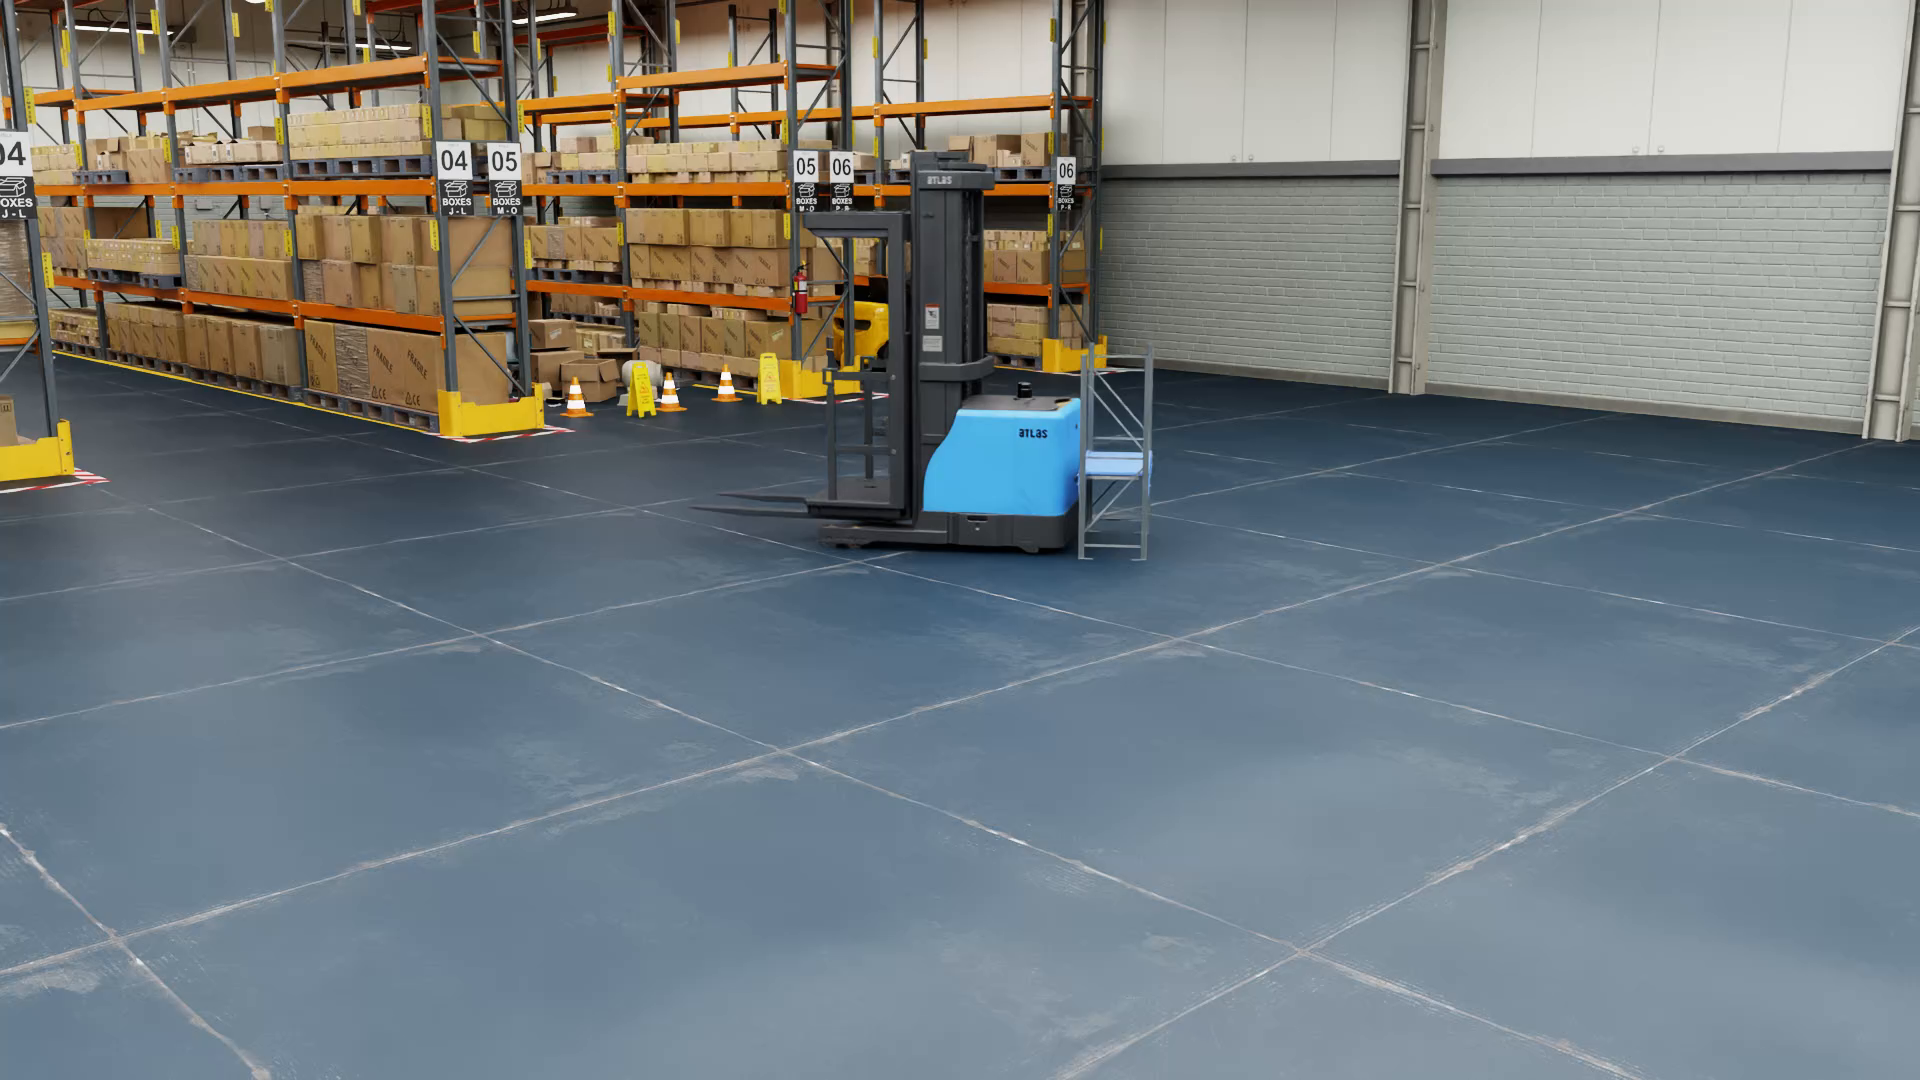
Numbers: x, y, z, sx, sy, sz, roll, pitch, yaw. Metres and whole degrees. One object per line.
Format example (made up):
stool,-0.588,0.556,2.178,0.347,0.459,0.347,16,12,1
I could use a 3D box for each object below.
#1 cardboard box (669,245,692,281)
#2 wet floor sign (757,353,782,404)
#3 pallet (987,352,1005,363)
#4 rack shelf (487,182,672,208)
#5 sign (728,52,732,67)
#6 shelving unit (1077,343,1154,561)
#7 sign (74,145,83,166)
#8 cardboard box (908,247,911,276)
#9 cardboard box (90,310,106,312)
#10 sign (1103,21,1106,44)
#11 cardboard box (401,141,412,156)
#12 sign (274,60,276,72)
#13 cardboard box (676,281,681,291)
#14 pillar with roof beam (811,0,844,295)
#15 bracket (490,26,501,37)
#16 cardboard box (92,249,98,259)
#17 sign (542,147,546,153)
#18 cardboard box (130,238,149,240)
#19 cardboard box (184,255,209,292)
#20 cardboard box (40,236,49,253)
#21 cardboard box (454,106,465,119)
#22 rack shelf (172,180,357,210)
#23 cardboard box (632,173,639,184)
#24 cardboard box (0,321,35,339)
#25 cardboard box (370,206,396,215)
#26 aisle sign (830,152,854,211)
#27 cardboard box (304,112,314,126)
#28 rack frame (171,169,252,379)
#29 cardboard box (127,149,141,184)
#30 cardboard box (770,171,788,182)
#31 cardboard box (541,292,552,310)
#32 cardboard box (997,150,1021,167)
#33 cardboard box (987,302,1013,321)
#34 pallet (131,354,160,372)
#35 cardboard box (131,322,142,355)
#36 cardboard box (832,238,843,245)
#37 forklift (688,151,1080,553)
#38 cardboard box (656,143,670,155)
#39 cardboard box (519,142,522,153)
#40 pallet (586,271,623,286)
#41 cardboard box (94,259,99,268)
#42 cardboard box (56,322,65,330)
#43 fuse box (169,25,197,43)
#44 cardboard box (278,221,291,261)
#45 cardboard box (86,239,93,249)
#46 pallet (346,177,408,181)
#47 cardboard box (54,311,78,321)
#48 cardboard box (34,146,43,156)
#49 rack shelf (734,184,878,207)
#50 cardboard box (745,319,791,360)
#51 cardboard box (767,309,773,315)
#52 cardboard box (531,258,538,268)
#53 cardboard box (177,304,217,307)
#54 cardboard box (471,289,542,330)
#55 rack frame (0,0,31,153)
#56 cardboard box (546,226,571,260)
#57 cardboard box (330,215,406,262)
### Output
cardboard box,-3.788,-3.952,23.675,0.500,0.500,0.500,-11,16,-43
wet floor sign,-2.471,-2.092,21.466,0.267,0.644,0.232,-5,13,-23
pallet,0.362,-3.032,27.105,1.003,0.211,1.213,-11,16,-43
rack shelf,-5.972,-5.414,26.107,1.077,0.370,4.000,-11,16,-43
sign,-4.151,-8.639,30.032,0.100,0.325,0.005,-11,16,-43
shelving unit,1.184,-0.690,12.546,0.538,1.500,1.048,2,12,7
sign,-14.013,-6.114,26.440,0.100,0.325,0.005,-11,16,-43
cardboard box,-0.514,-4.572,27.421,0.500,0.500,0.500,-11,16,-42
cardboard box,-15.078,-3.968,29.289,0.380,0.149,0.250,-10,15,-40
sign,2.165,-7.664,25.102,0.100,0.325,0.005,-11,16,-43
cardboard box,-5.987,-4.356,18.522,0.380,0.149,0.250,-11,16,-42
sign,-13.283,-9.154,32.334,0.100,0.325,0.005,-11,16,-43
cardboard box,-3.835,-3.652,23.827,0.380,0.149,0.250,-11,16,-43
pillar with roof beam,-5.327,-7.555,27.282,9.100,9.000,0.548,-11,16,-43
bracket,-10.471,-11.559,37.797,0.235,0.232,0.430,-11,16,-43
cardboard box,-13.506,-4.538,26.348,0.380,0.149,0.250,-11,16,-44
sign,-6.959,-6.387,27.764,0.100,0.325,0.005,-11,16,-43
cardboard box,-13.207,-4.811,26.938,0.380,0.149,0.250,-10,15,-40
cardboard box,-10.749,-3.831,23.823,0.500,0.500,0.500,-11,16,-42
cardboard box,-15.561,-4.995,28.738,0.500,0.500,0.500,-11,16,-42
cardboard box,-5.511,-4.838,18.886,0.380,0.149,0.250,-11,16,-42
rack shelf,-9.482,-4.710,22.687,1.077,0.370,4.000,-11,16,-43
cardboard box,-4.552,-5.271,24.252,0.380,0.149,0.250,-11,16,-43
cardboard box,-9.020,-1.993,15.772,0.380,0.149,0.250,-11,16,-43
cardboard box,-10.558,-6.030,30.413,0.380,0.149,0.250,-11,16,-44
aisle sign,-1.561,-4.729,21.990,0.394,0.787,0.004,-11,16,-43
cardboard box,-7.744,-5.118,20.243,0.380,0.149,0.250,-11,16,-43
rack frame,-10.863,-3.885,24.334,1.000,3.000,0.127,-11,16,-43
cardboard box,-12.139,-5.596,24.956,0.500,0.500,0.500,-11,16,-43
cardboard box,-2.277,-4.781,21.873,0.380,0.149,0.250,-11,16,-42
cardboard box,-8.936,-5.330,36.493,0.637,0.503,0.797,11,16,43
cardboard box,0.792,-5.888,25.666,0.396,0.266,0.258,-11,16,-42
cardboard box,0.503,-3.632,26.404,0.500,0.250,0.500,-11,16,-42
pallet,-12.240,-2.811,26.034,1.003,0.211,1.213,-11,16,-43
cardboard box,-12.569,-3.154,25.939,0.500,0.500,0.500,-11,16,-42
cardboard box,-2.000,-5.181,28.772,0.250,0.149,0.380,11,16,43
forklift,-0.595,-1.473,12.796,3.031,2.935,1.130,3,12,13
cardboard box,-4.071,-5.535,23.556,0.380,0.149,0.250,-11,16,-43
cardboard box,-7.723,-6.349,27.563,0.637,0.503,0.797,11,16,42
pallet,-5.013,-4.043,25.579,1.003,0.211,1.213,-11,16,-43
cardboard box,-13.491,-4.390,26.368,0.380,0.149,0.250,-11,16,-42
cardboard box,-15.480,-3.746,28.947,0.250,0.149,0.380,11,16,42
fuse box,-16.953,-11.043,36.280,0.513,0.334,0.176,-11,16,-43
cardboard box,-8.448,-3.911,21.737,0.700,0.500,0.500,-11,16,-44
cardboard box,-13.686,-4.721,26.500,0.380,0.149,0.250,-10,15,-40
pallet,-10.673,-6.720,30.880,1.003,0.211,1.213,-11,16,-43
cardboard box,-15.497,-3.885,28.883,0.380,0.149,0.250,-10,15,-40
cardboard box,-15.496,-6.609,28.270,0.380,0.149,0.250,-10,15,-41
rack shelf,-2.384,-6.106,29.467,1.077,0.370,4.000,-11,16,-43
cardboard box,-2.570,-2.729,22.637,0.500,0.500,0.500,-11,16,-42
cardboard box,-3.345,-4.231,30.860,0.875,0.625,0.625,-10,15,-41
cardboard box,-6.761,-4.463,26.724,0.380,0.149,0.250,-11,16,-42
cardboard box,-11.847,-3.516,25.839,0.500,0.250,0.500,-11,16,-42
cardboard box,-7.770,-3.867,28.471,0.875,0.875,0.875,-11,16,-43
rack frame,-8.996,-4.979,14.778,1.000,3.000,0.127,-11,16,-43
cardboard box,-6.133,-4.666,26.100,0.500,0.500,0.500,11,16,43
cardboard box,-7.134,-3.683,20.305,0.875,0.550,0.550,-11,16,-43
